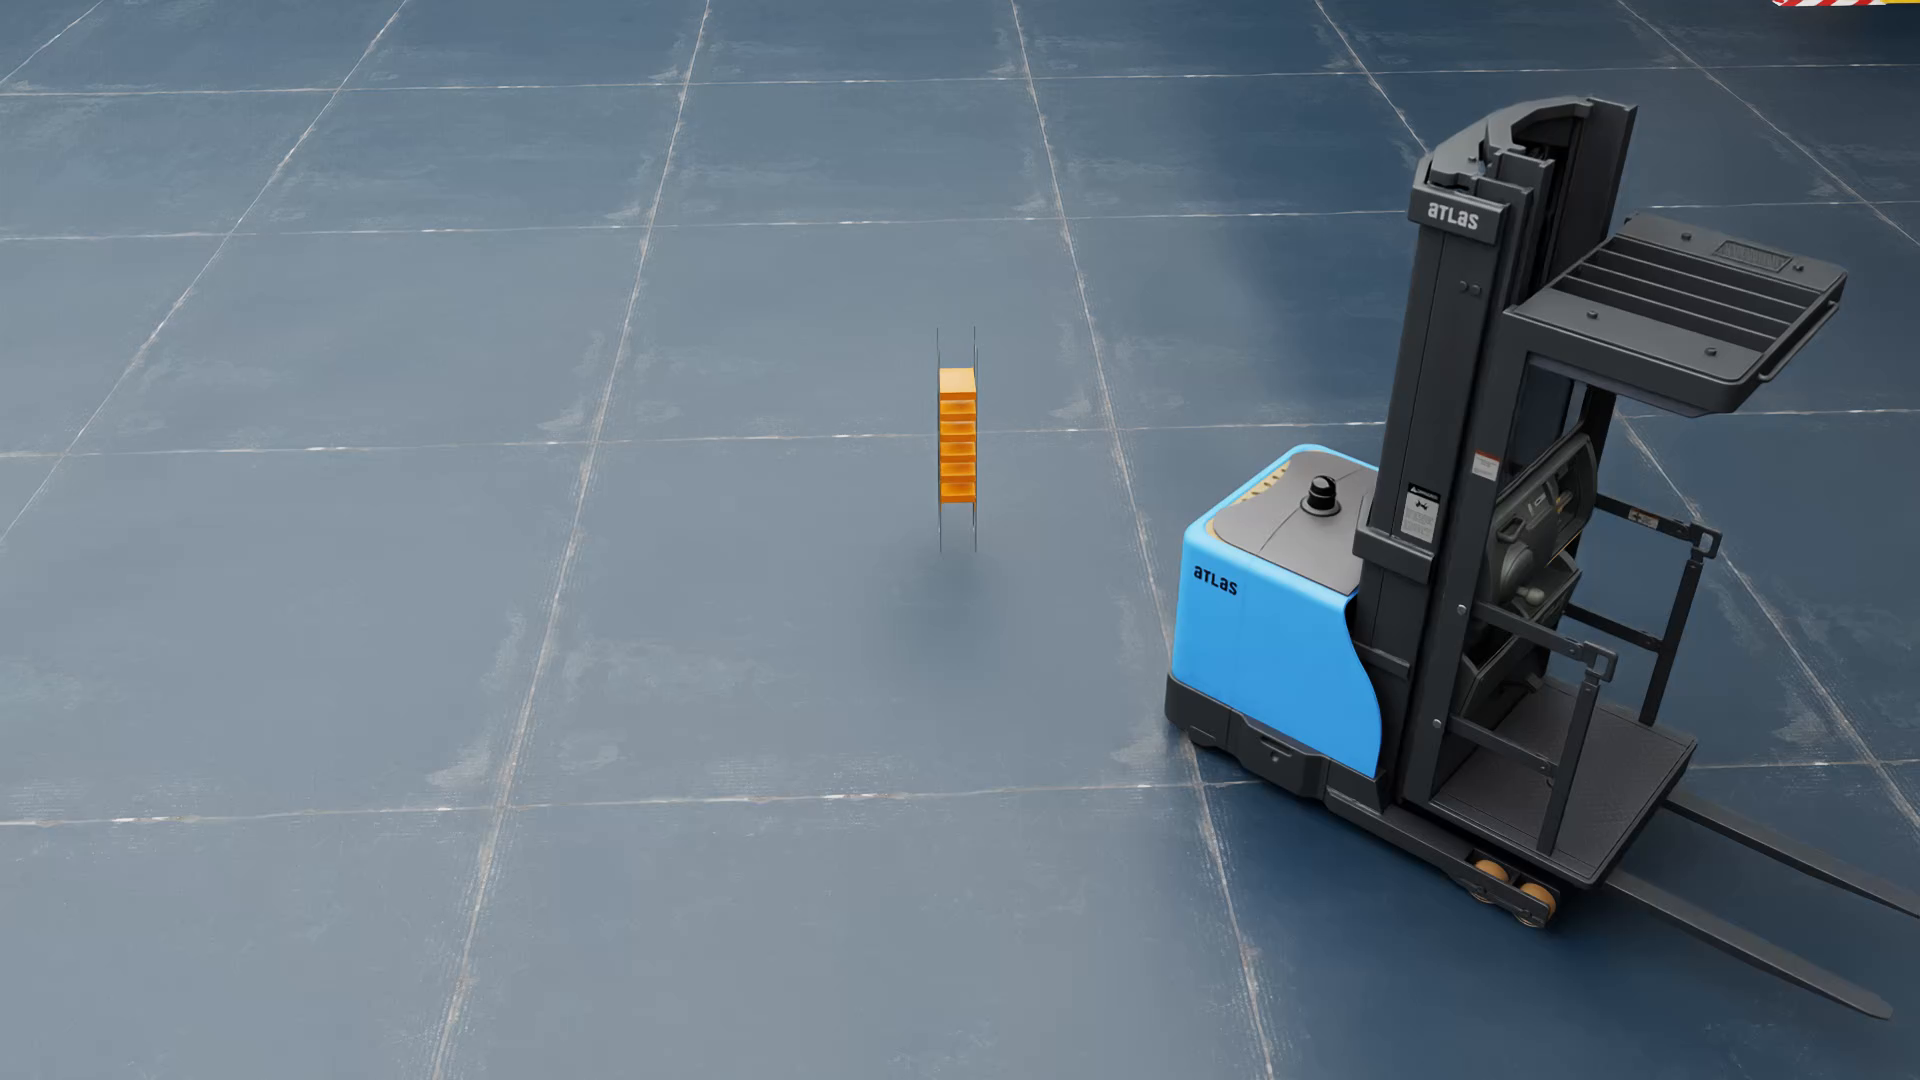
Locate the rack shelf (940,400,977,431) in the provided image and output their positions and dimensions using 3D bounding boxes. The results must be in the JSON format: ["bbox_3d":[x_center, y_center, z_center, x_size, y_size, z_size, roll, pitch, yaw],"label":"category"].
[{"bbox_3d":[-0.014,-0.654,8.297,0.180,0.103,0.258,-2,35,-2],"label":"rack shelf"}]

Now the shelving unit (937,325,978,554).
[{"bbox_3d":[-0.014,-0.493,8.408,0.189,1.200,0.258,-2,35,-2],"label":"shelving unit"}]

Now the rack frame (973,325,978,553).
[{"bbox_3d":[0.077,-0.495,8.412,0.006,1.200,0.240,-2,35,-2],"label":"rack frame"}]

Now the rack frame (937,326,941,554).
[{"bbox_3d":[-0.106,-0.491,8.404,0.006,1.200,0.240,-2,35,-2],"label":"rack frame"}]

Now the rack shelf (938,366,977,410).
[{"bbox_3d":[-0.014,-0.752,8.228,0.180,0.103,0.258,-2,35,-2],"label":"rack shelf"}]

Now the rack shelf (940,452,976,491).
[{"bbox_3d":[-0.014,-0.358,8.502,0.180,0.103,0.258,-2,35,-2],"label":"rack shelf"}]

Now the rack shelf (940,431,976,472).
[{"bbox_3d":[-0.014,-0.456,8.433,0.180,0.103,0.258,-2,35,-2],"label":"rack shelf"}]

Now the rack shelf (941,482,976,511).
[{"bbox_3d":[-0.014,-0.259,8.570,0.180,0.103,0.258,-2,35,-2],"label":"rack shelf"}]

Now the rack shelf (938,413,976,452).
[{"bbox_3d":[-0.014,-0.555,8.365,0.180,0.103,0.258,-2,35,-2],"label":"rack shelf"}]

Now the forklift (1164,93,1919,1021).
[{"bbox_3d":[2.367,-0.025,6.210,3.031,2.935,1.130,26,42,32],"label":"forklift"}]
